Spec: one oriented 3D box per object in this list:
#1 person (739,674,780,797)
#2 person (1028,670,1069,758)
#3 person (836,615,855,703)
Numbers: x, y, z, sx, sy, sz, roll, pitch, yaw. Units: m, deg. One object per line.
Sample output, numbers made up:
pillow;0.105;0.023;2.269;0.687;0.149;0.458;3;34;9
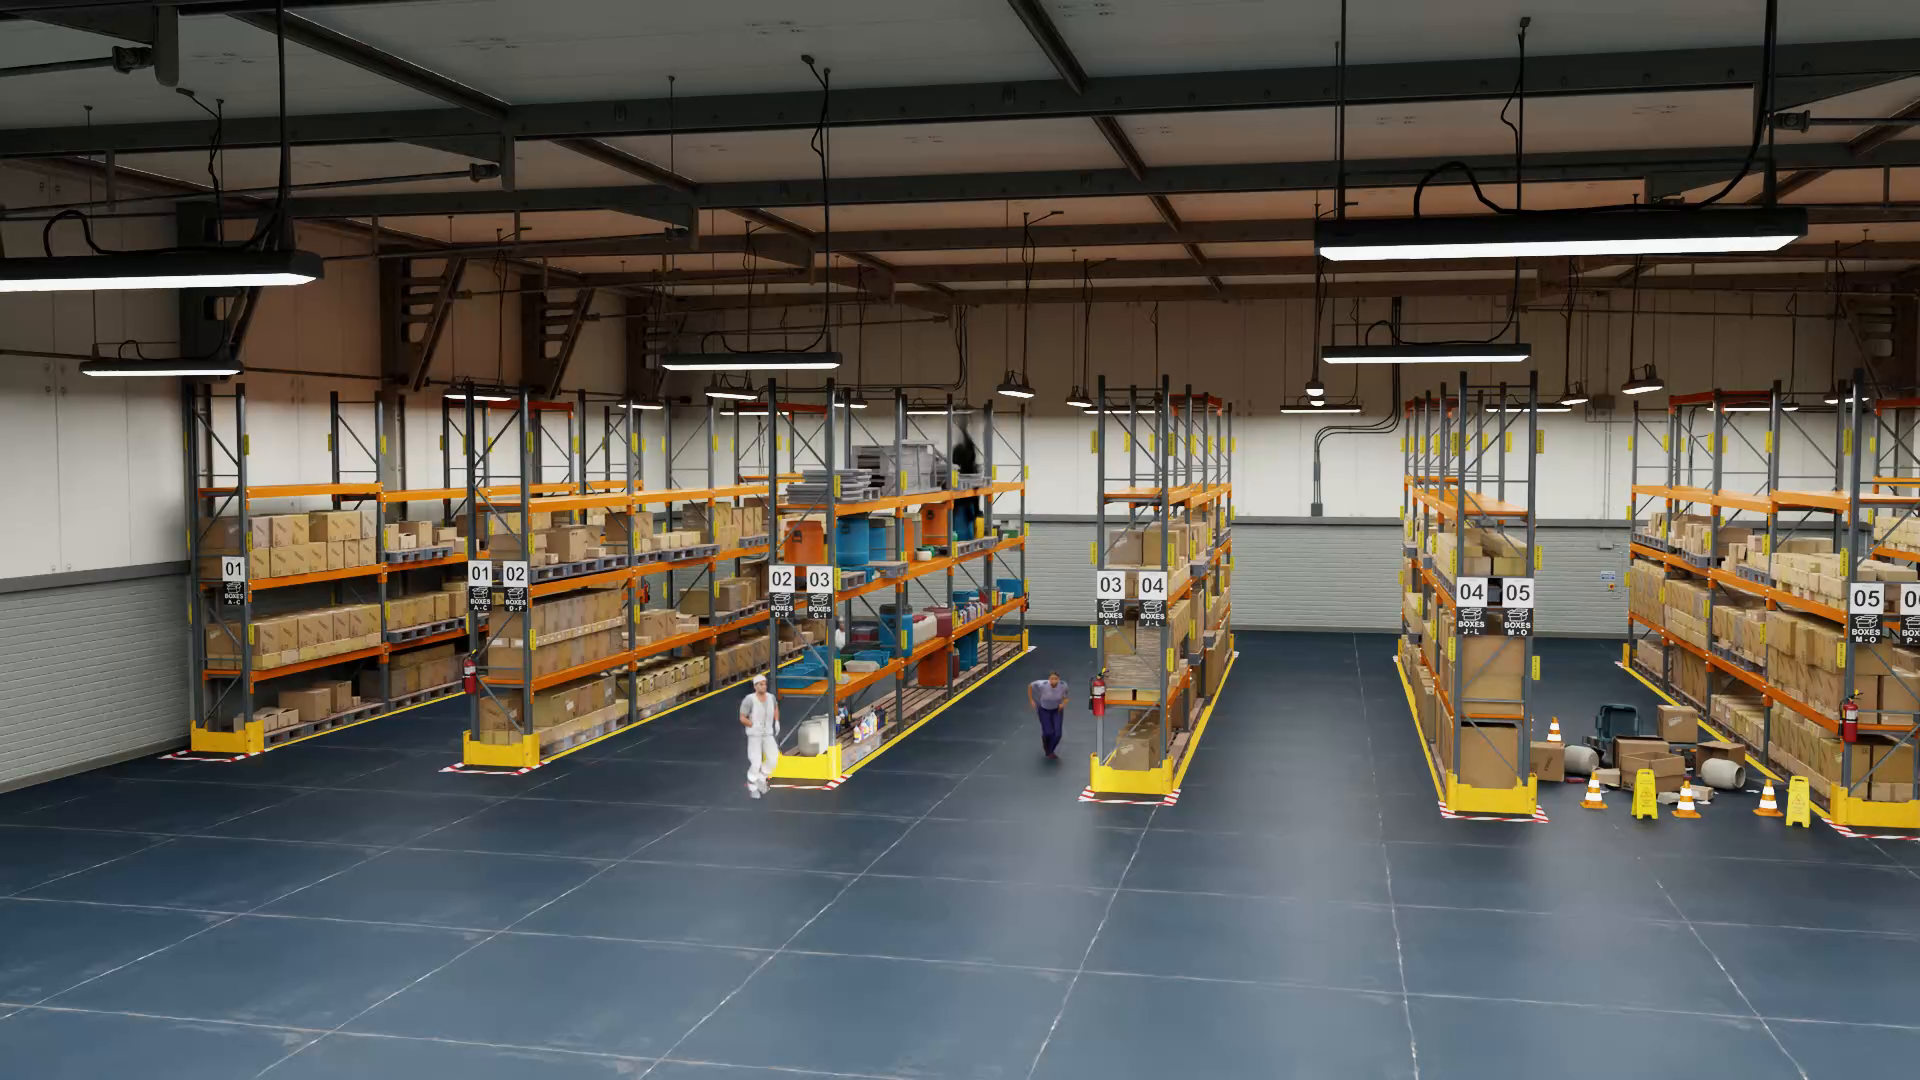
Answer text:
person;-2.781;2.779;23.548;0.692;1.756;0.622;-2;4;-33
person;1.405;2.774;26.351;0.633;1.459;0.794;0;3;-7
person;-2.197;2.298;31.955;0.666;1.740;0.778;1;3;13
